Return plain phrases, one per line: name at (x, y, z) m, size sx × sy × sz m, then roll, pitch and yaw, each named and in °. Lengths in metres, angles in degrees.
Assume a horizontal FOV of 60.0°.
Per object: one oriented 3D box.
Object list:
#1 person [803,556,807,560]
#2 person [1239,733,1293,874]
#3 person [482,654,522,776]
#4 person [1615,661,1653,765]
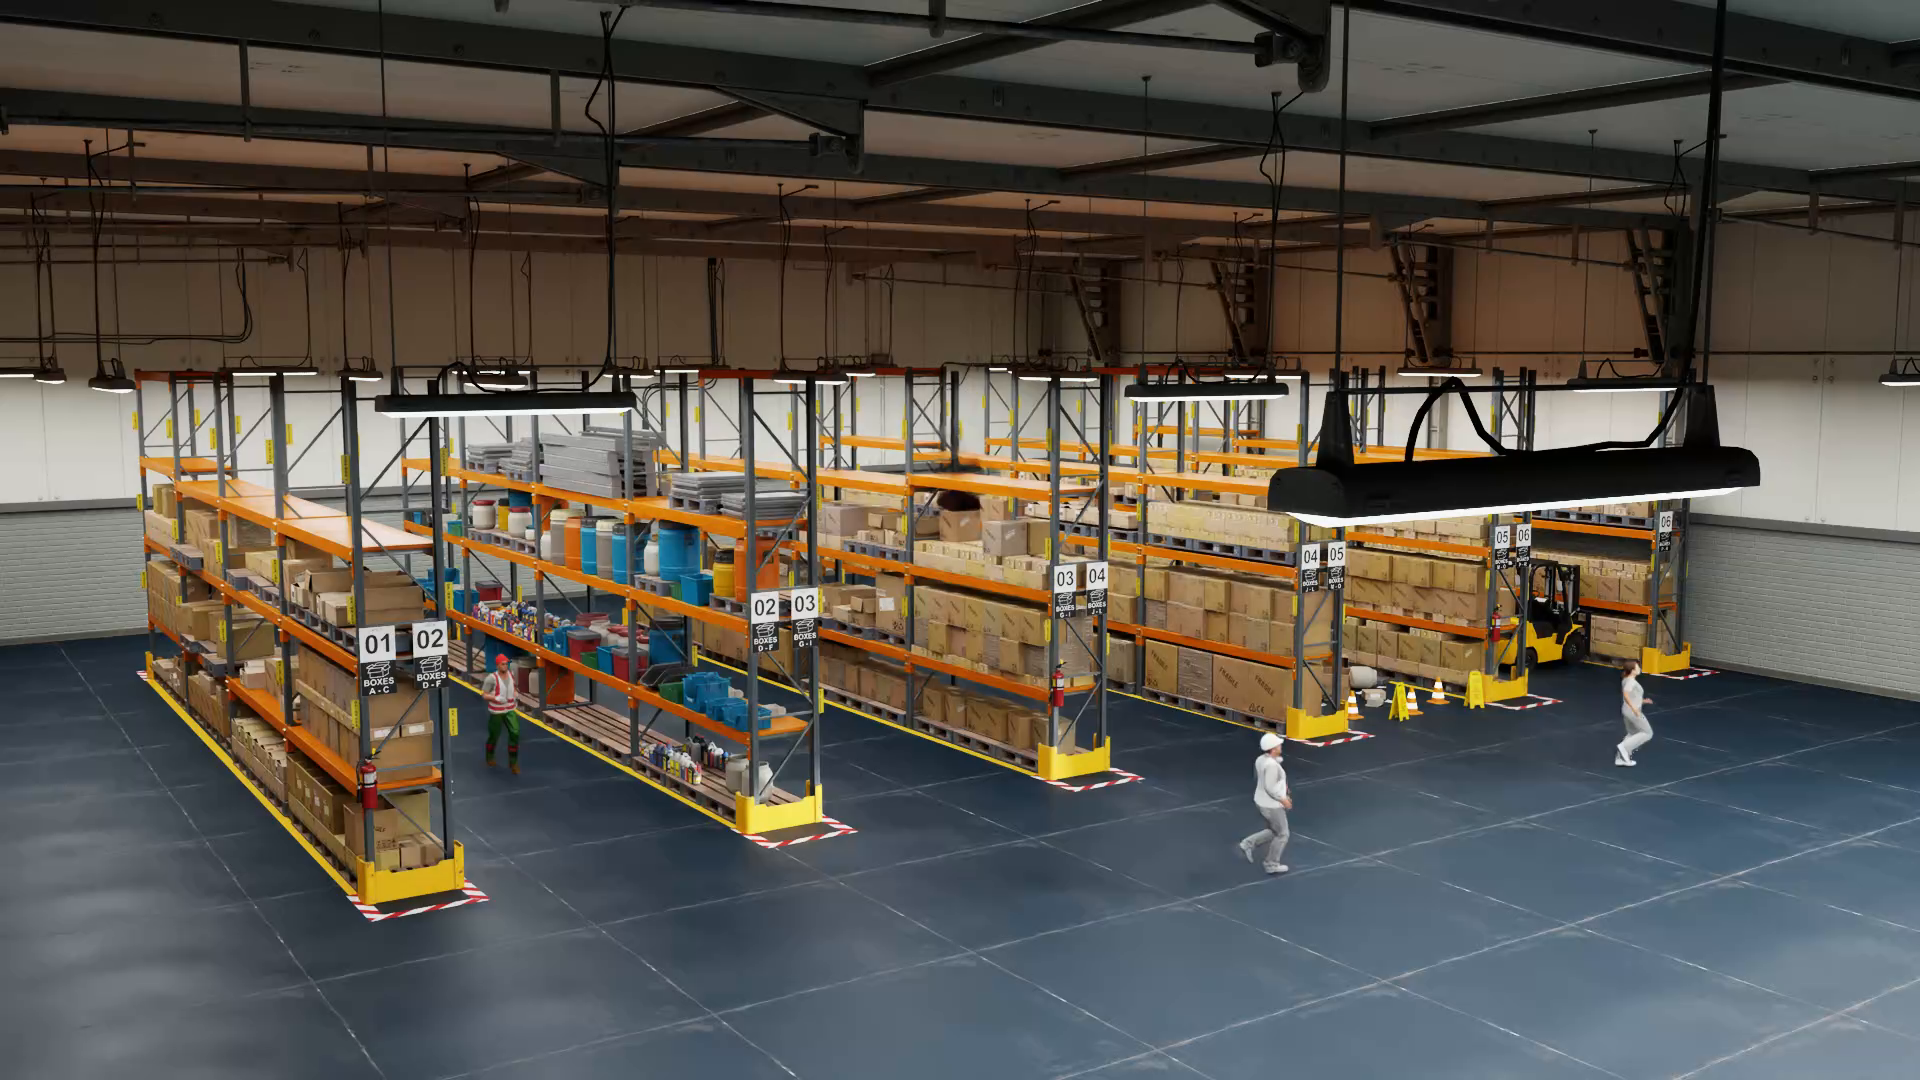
person at (-3.678, 1.168, 38.622) m, size 0.622 × 1.625 × 0.715 m, roll -3°, pitch 7°, yaw -28°
person at (3.737, 3.198, 20.184) m, size 0.640 × 1.730 × 0.651 m, roll -1°, pitch 6°, yaw -6°
person at (-6.923, 2.615, 25.073) m, size 0.592 × 1.832 × 0.851 m, roll -5°, pitch 8°, yaw -37°
person at (10.332, 2.649, 25.435) m, size 0.545 × 1.624 × 0.550 m, roll 1°, pitch 6°, yaw 6°
